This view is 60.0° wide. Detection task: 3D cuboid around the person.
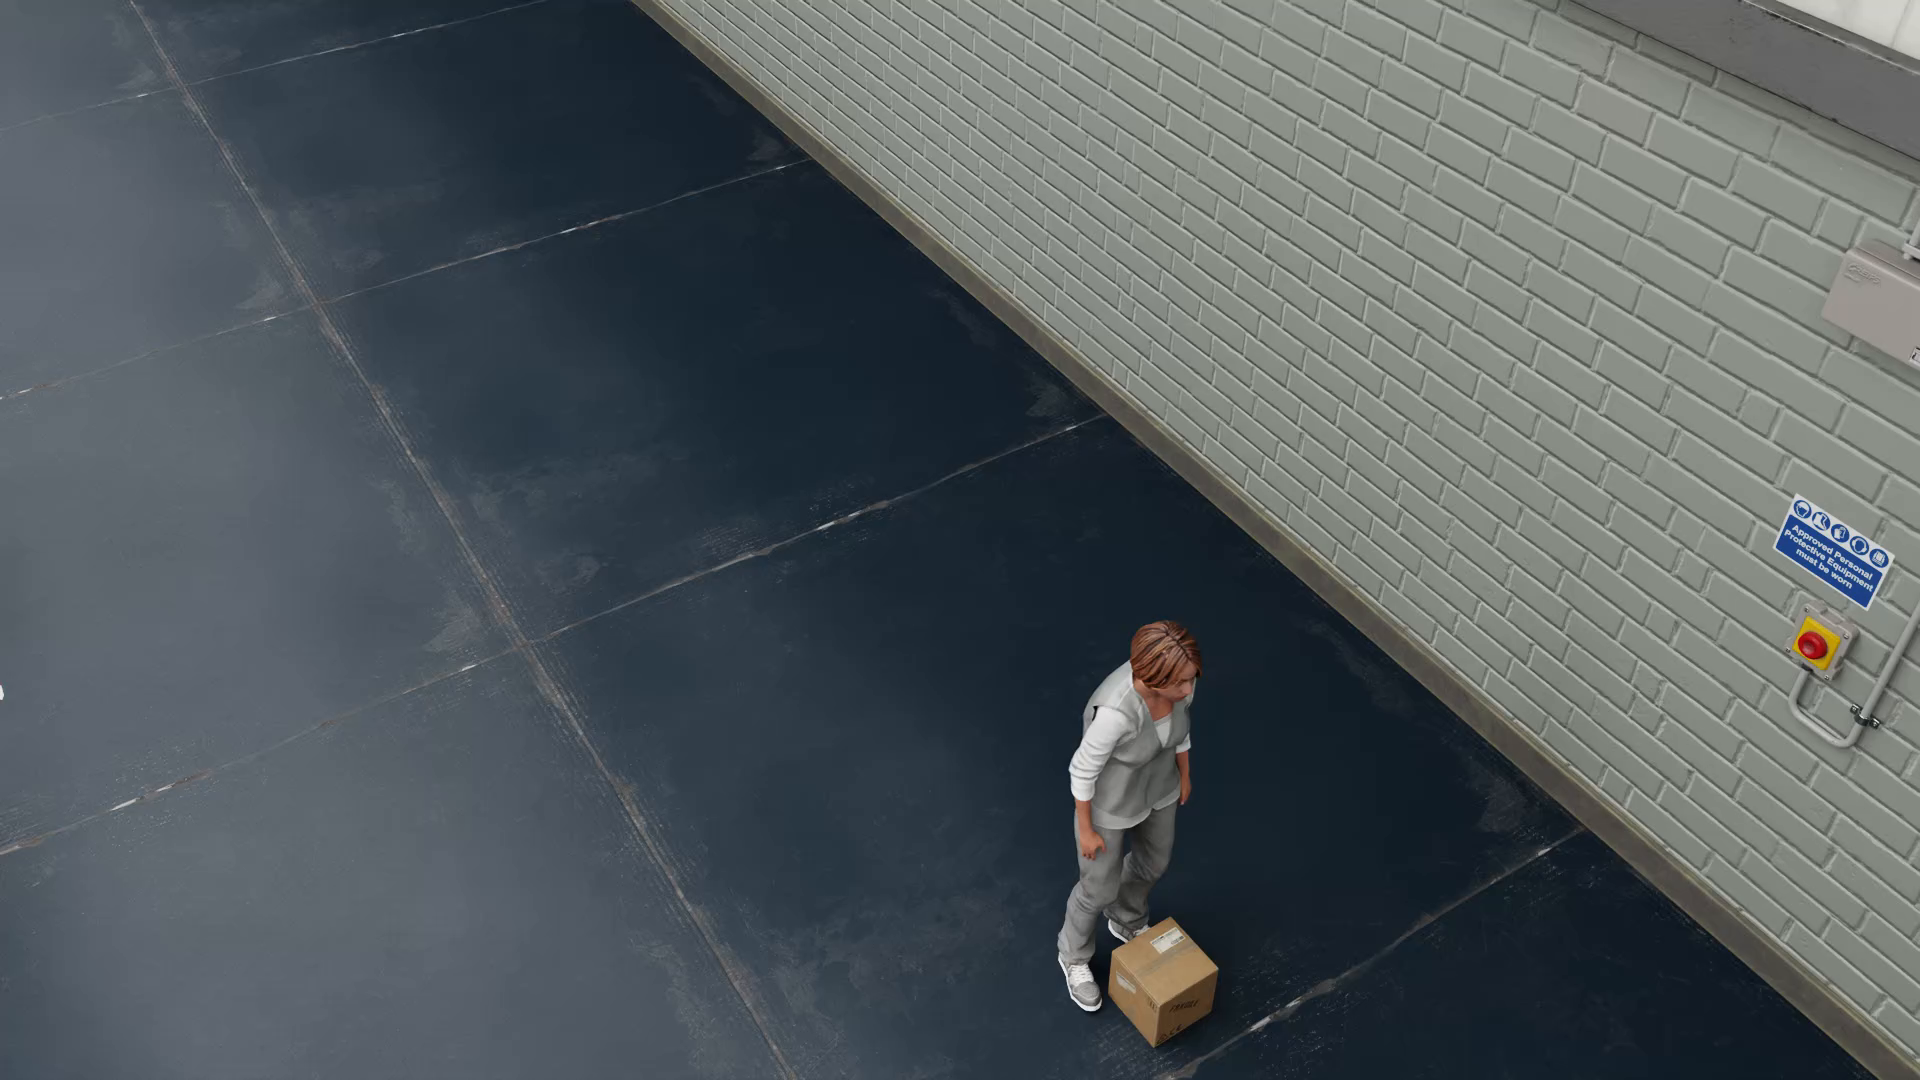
[{"bbox_3d":[0.534,0.826,5.228,0.484,1.592,0.347,-26,47,-26],"label":"person"}]
